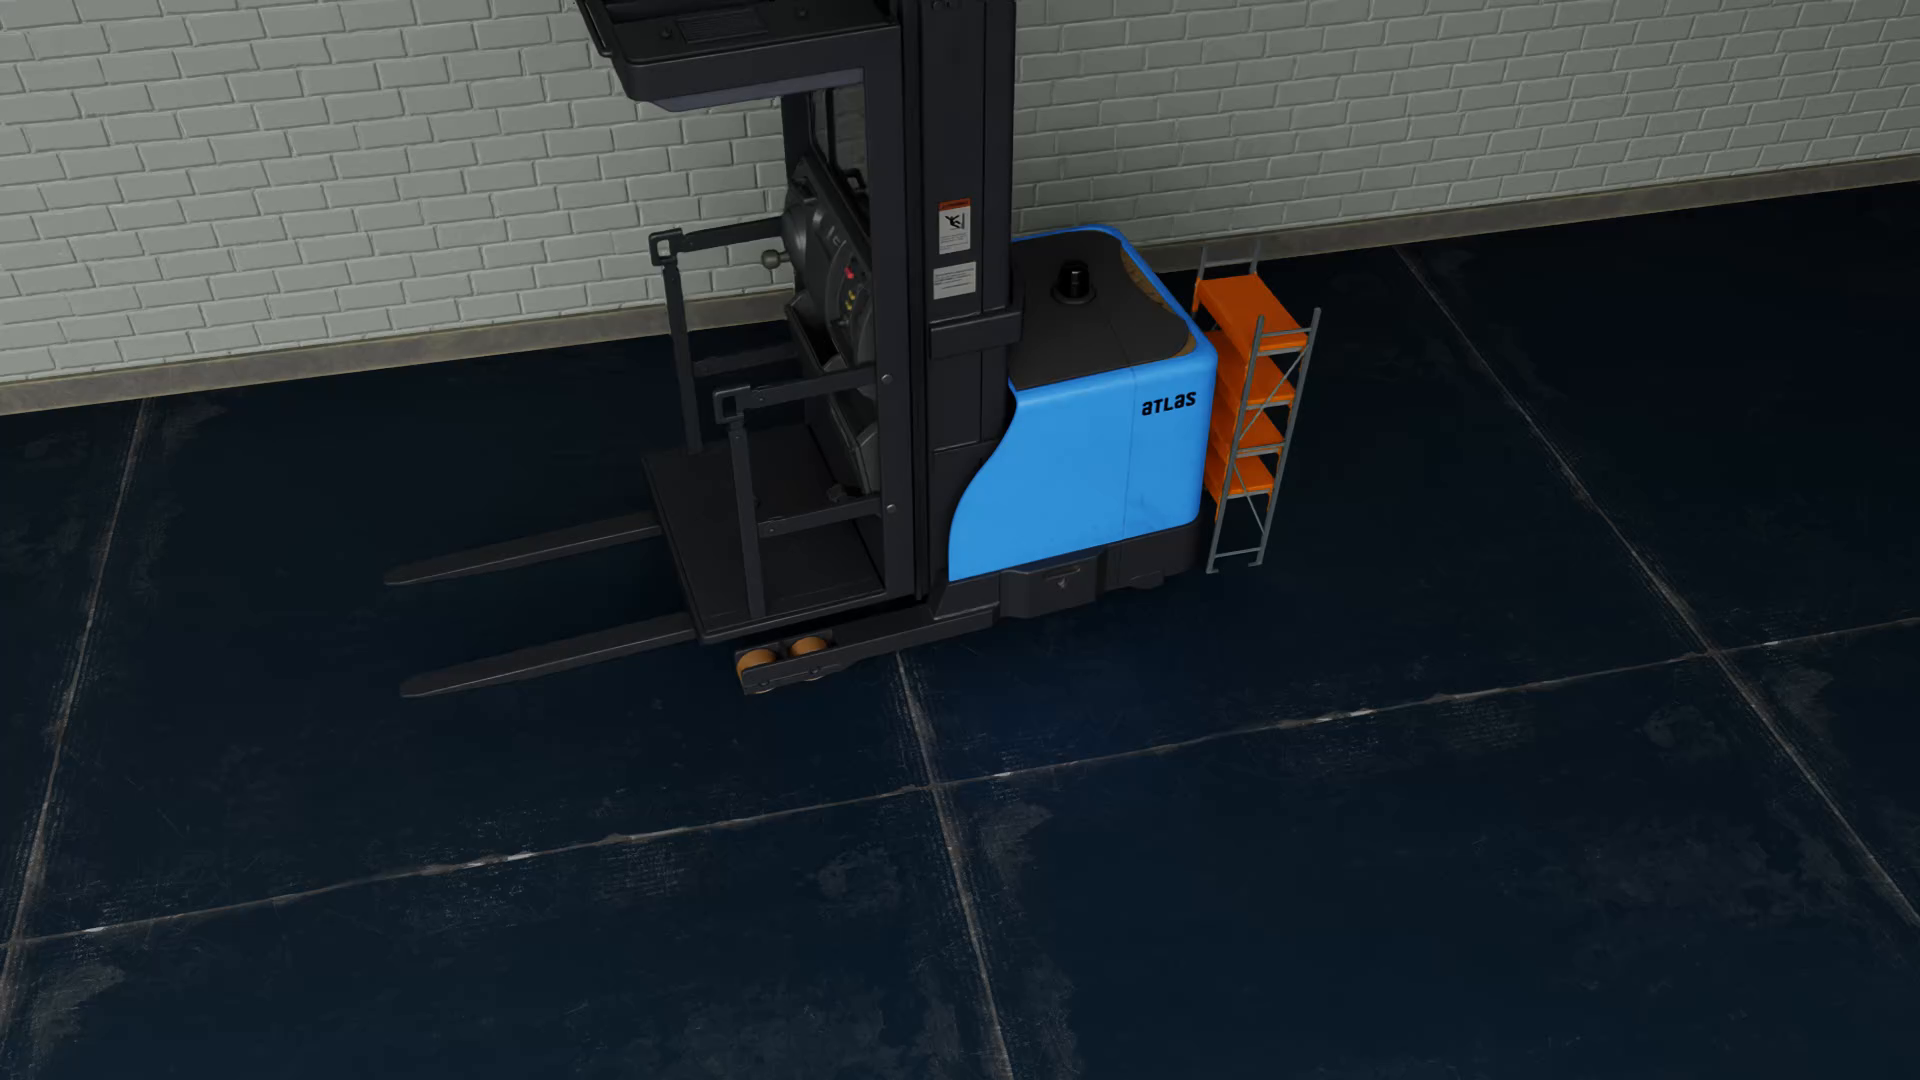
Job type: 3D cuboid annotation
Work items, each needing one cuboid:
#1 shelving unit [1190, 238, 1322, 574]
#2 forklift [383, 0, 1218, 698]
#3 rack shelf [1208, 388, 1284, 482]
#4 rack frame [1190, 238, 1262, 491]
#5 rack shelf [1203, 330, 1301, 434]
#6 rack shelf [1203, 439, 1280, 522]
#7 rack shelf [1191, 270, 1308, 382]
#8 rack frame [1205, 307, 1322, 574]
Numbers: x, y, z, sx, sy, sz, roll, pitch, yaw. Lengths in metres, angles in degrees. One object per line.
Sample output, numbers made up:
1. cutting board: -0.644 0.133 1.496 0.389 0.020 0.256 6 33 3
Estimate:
1. shelving unit: 1.050 -0.498 6.396 0.258 1.200 0.503 -9 42 -15
2. forklift: -0.636 -0.929 5.588 3.031 2.935 1.130 -13 43 -15
3. rack shelf: 1.046 -0.447 6.439 0.258 0.148 0.480 -9 42 -15
4. rack frame: 0.977 -0.653 6.570 0.240 1.200 0.015 -9 42 -15
5. rack shelf: 1.059 -0.617 6.294 0.258 0.148 0.480 -9 42 -15
6. rack shelf: 1.034 -0.297 6.568 0.258 0.148 0.480 -9 42 -15
7. rack shelf: 1.073 -0.796 6.141 0.258 0.148 0.480 -9 42 -15
8. rack frame: 1.123 -0.344 6.222 0.240 1.200 0.015 -9 42 -15
